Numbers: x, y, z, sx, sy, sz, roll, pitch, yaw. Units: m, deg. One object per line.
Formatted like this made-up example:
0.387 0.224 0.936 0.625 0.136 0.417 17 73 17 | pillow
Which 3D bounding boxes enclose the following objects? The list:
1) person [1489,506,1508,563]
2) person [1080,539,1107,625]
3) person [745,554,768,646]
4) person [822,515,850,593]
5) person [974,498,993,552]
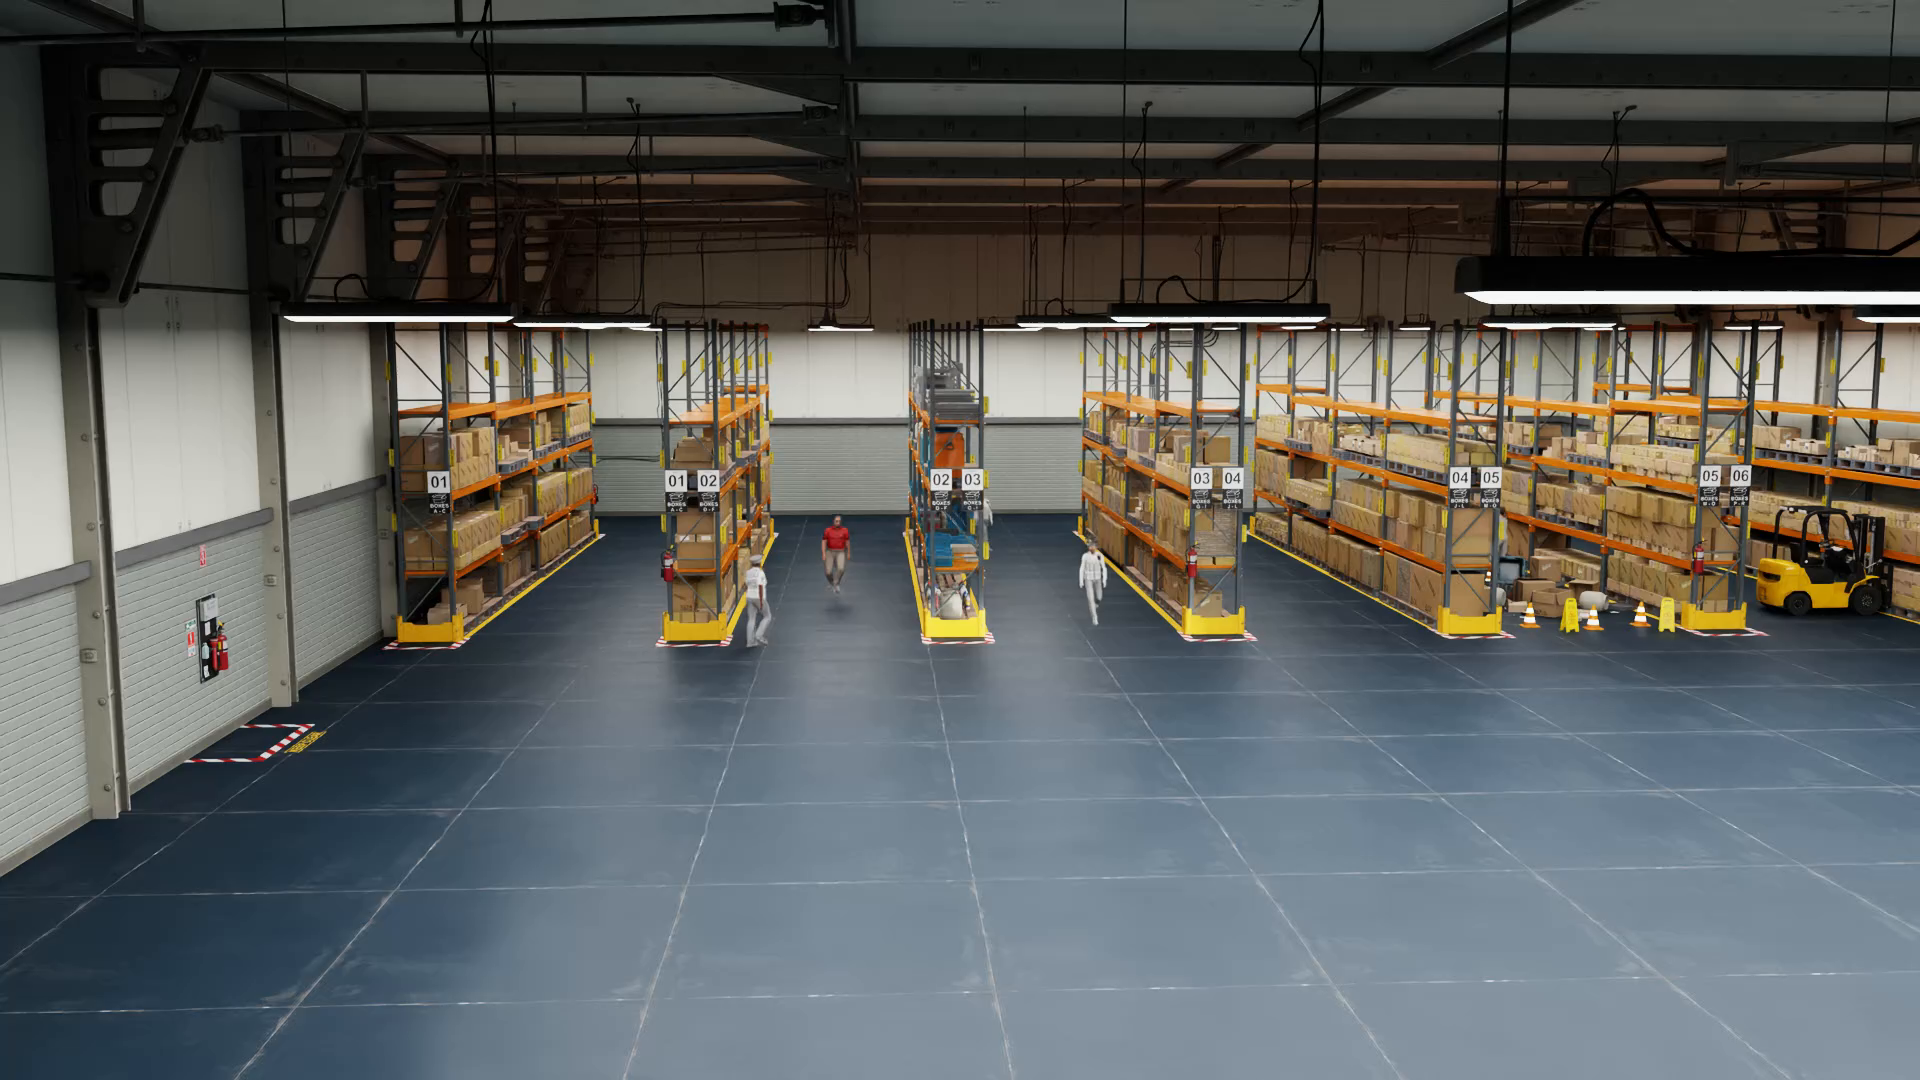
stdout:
12.815 0.045 39.360 0.442 1.690 0.486 -4 8 -29 | person
2.668 0.809 33.043 0.523 1.645 0.833 -1 7 -7 | person
-3.762 1.115 30.592 0.486 1.657 0.469 4 8 29 | person
-2.657 0.282 35.690 0.616 1.625 0.680 -1 7 -7 | person
0.602 -0.541 44.054 0.491 1.636 0.913 -5 9 -36 | person
